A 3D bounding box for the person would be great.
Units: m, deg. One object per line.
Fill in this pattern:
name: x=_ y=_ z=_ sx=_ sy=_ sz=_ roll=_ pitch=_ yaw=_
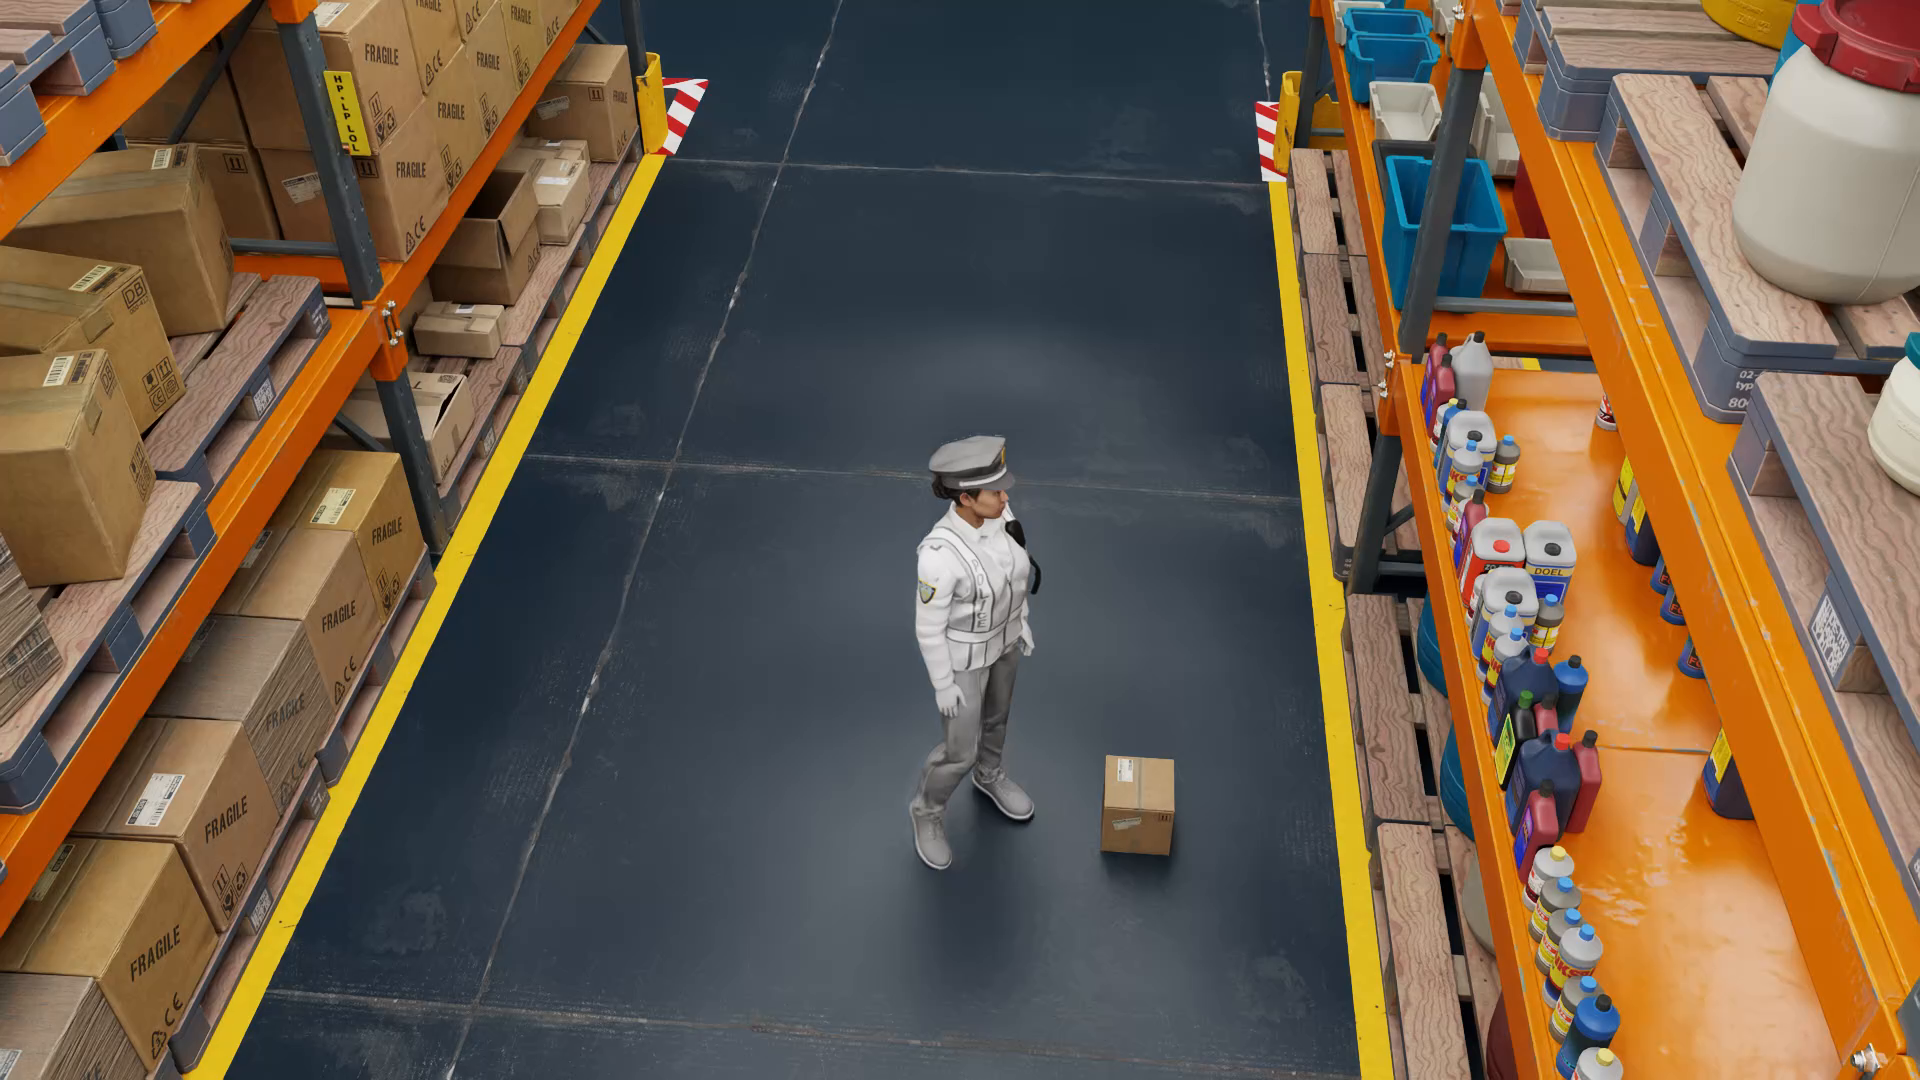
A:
person: x=0.047 y=0.394 z=5.669 sx=0.374 sy=1.706 sz=0.568 roll=24 pitch=46 yaw=26
